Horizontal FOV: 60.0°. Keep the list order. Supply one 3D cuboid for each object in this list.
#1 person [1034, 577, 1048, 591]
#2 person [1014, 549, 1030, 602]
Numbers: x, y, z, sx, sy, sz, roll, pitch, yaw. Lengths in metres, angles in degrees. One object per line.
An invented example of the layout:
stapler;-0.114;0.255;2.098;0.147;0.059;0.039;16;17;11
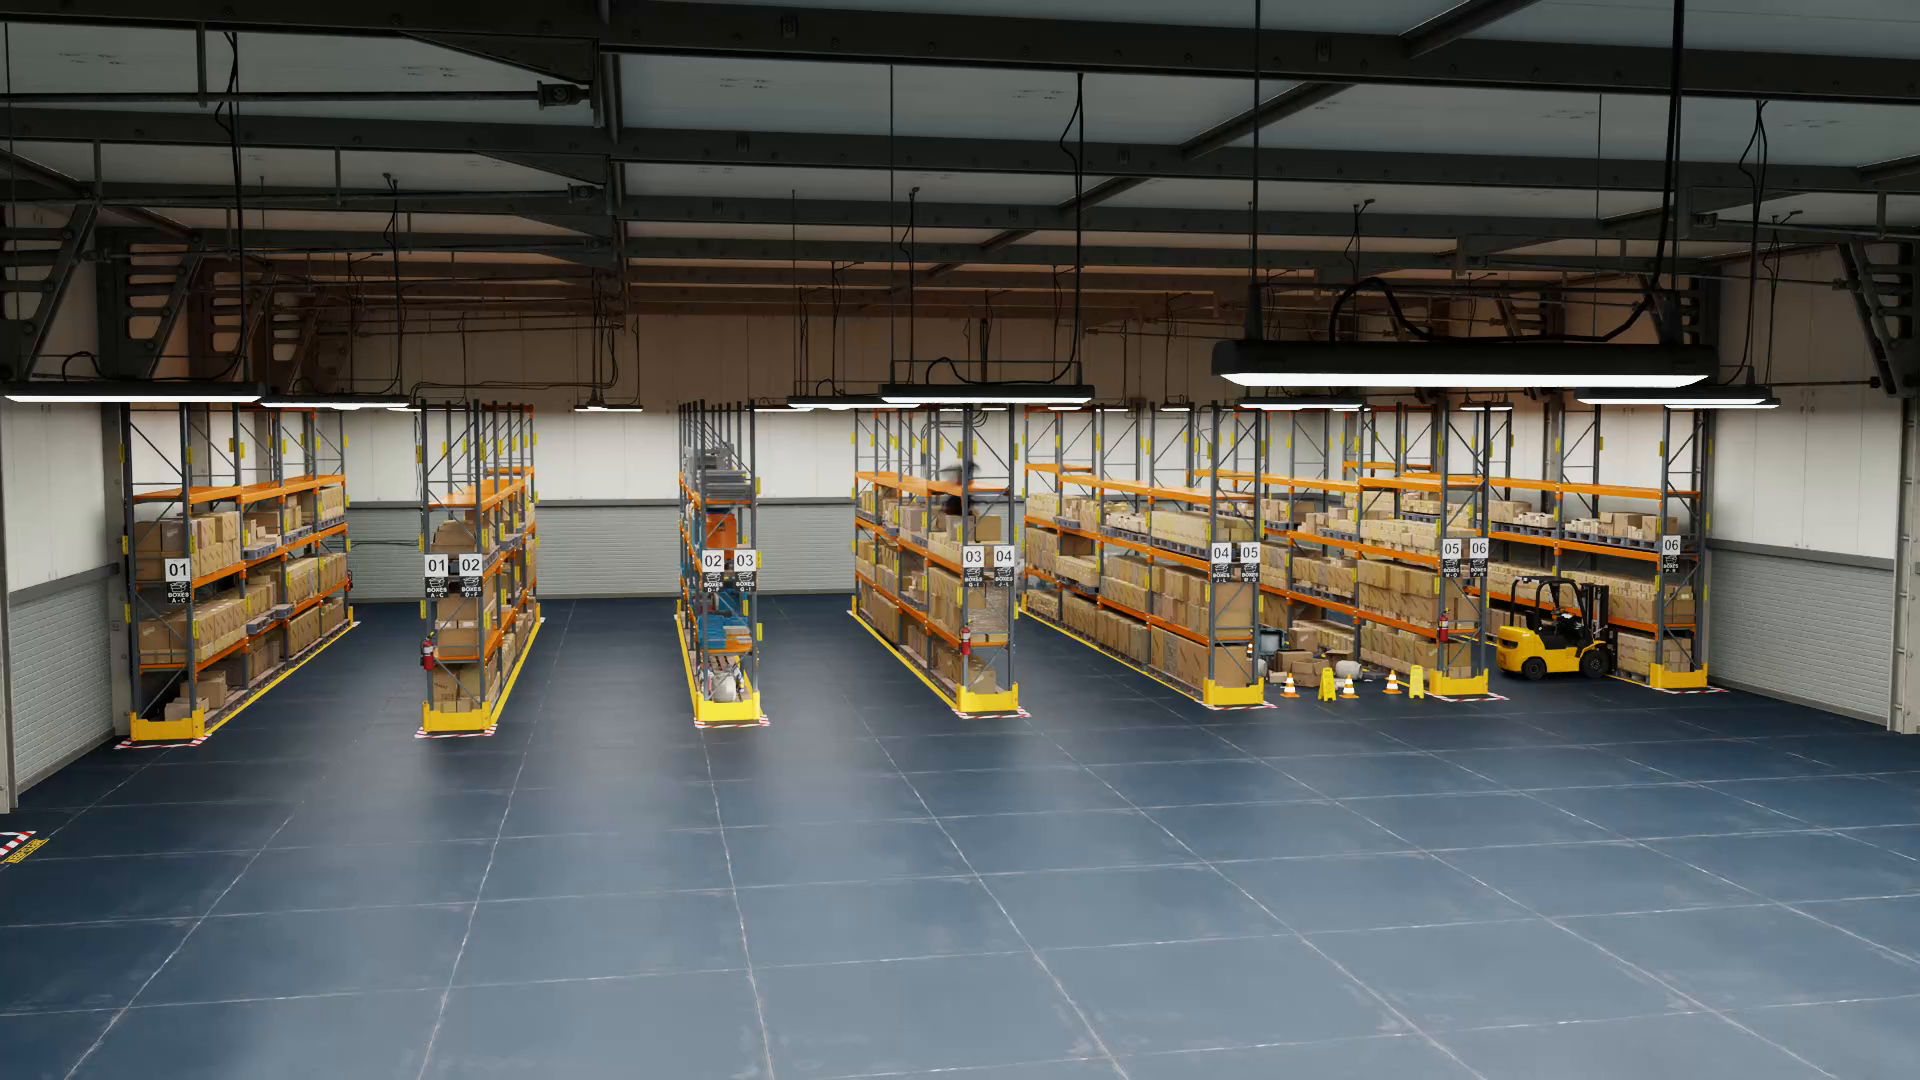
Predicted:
person;2.456;1.083;49.776;0.737;1.829;0.693;-1;4;-13
person;1.765;1.124;49.911;0.721;1.712;0.766;0;4;3
